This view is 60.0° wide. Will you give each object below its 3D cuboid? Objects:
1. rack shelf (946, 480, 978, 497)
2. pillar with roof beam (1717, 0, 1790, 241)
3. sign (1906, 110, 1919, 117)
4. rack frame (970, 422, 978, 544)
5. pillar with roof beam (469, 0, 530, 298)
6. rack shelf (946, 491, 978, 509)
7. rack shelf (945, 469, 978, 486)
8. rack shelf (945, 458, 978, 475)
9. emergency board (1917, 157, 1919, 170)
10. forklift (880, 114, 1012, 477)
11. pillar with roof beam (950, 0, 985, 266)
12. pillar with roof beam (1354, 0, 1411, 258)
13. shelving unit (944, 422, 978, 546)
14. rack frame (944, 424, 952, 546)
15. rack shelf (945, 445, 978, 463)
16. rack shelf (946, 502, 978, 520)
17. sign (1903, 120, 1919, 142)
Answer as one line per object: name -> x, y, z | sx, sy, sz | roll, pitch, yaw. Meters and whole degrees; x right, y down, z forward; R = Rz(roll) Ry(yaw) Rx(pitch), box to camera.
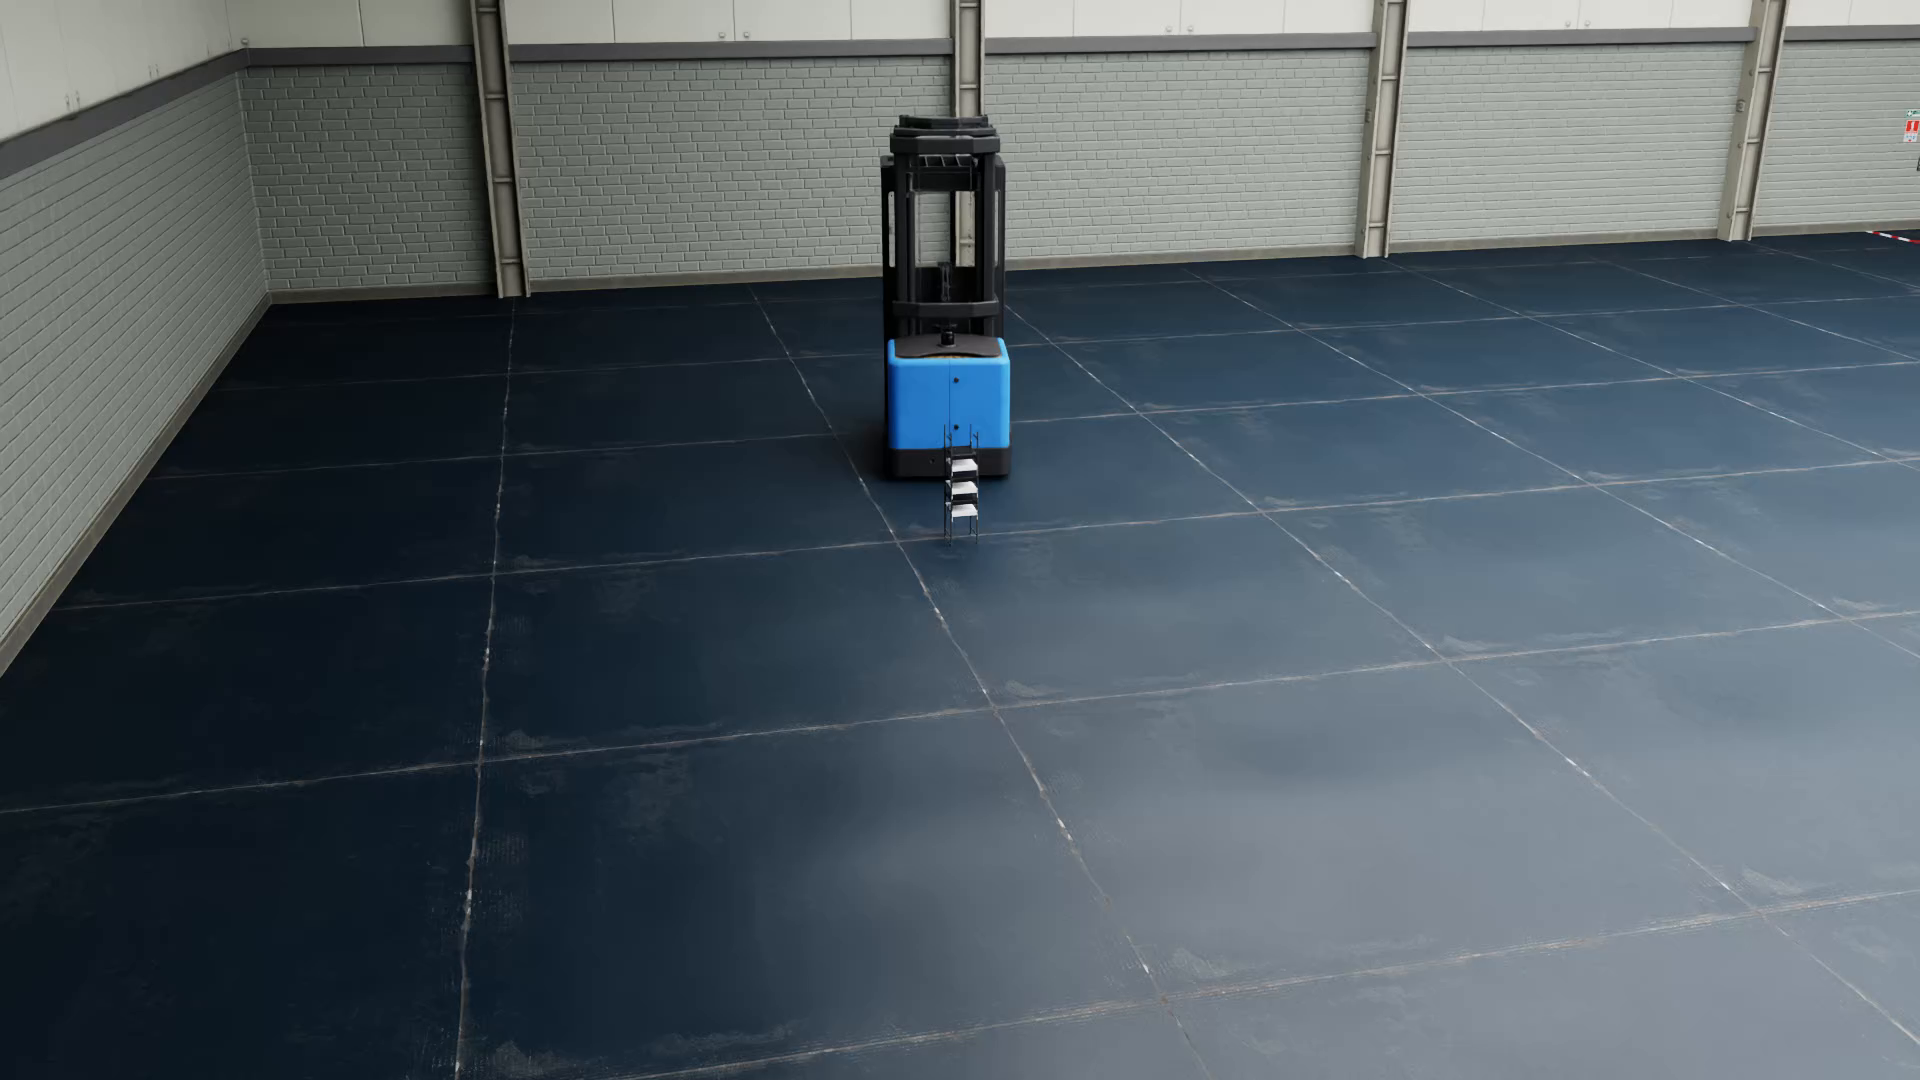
rack shelf -> 0.008, -0.392, 12.673 | 0.200, 0.077, 0.258 | -5, 21, -12
pillar with roof beam -> 12.764, -7.367, 19.843 | 0.400, 9.000, 9.100 | -5, 21, -12
sign -> 14.644, -6.537, 25.476 | 0.331, 0.109, 0.001 | -5, 21, -12
rack frame -> 0.107, -0.431, 12.684 | 0.006, 0.900, 0.240 | -5, 21, -12
pillar with roof beam -> -4.753, -5.942, 15.954 | 0.400, 9.000, 9.100 | -5, 21, -12
rack shelf -> 0.008, -0.307, 12.704 | 0.200, 0.077, 0.258 | -5, 21, -12
rack shelf -> 0.008, -0.476, 12.642 | 0.200, 0.077, 0.258 | -5, 21, -12
rack shelf -> 0.008, -0.561, 12.611 | 0.200, 0.077, 0.258 | -5, 21, -12
emergency board -> 15.186, -6.289, 25.621 | 0.626, 1.169, 0.157 | -5, 21, -12
forklift -> -0.158, -2.371, 15.027 | 1.130, 2.935, 3.031 | -1, 20, -3
pillar with roof beam -> 1.086, -6.417, 17.250 | 0.400, 9.000, 9.100 | -5, 21, -12
pillar with roof beam -> 6.925, -6.892, 18.547 | 0.400, 9.000, 9.100 | -5, 21, -12
shelving unit -> 0.008, -0.423, 12.662 | 0.210, 0.900, 0.258 | -5, 21, -12
rack frame -> -0.091, -0.415, 12.640 | 0.006, 0.900, 0.240 | -5, 21, -12
rack shelf -> 0.008, -0.645, 12.580 | 0.200, 0.077, 0.258 | -5, 21, -12
rack shelf -> 0.008, -0.223, 12.735 | 0.200, 0.077, 0.258 | -5, 21, -12
sign -> 14.637, -6.291, 25.575 | 0.234, 0.329, 0.001 | -5, 21, -12
